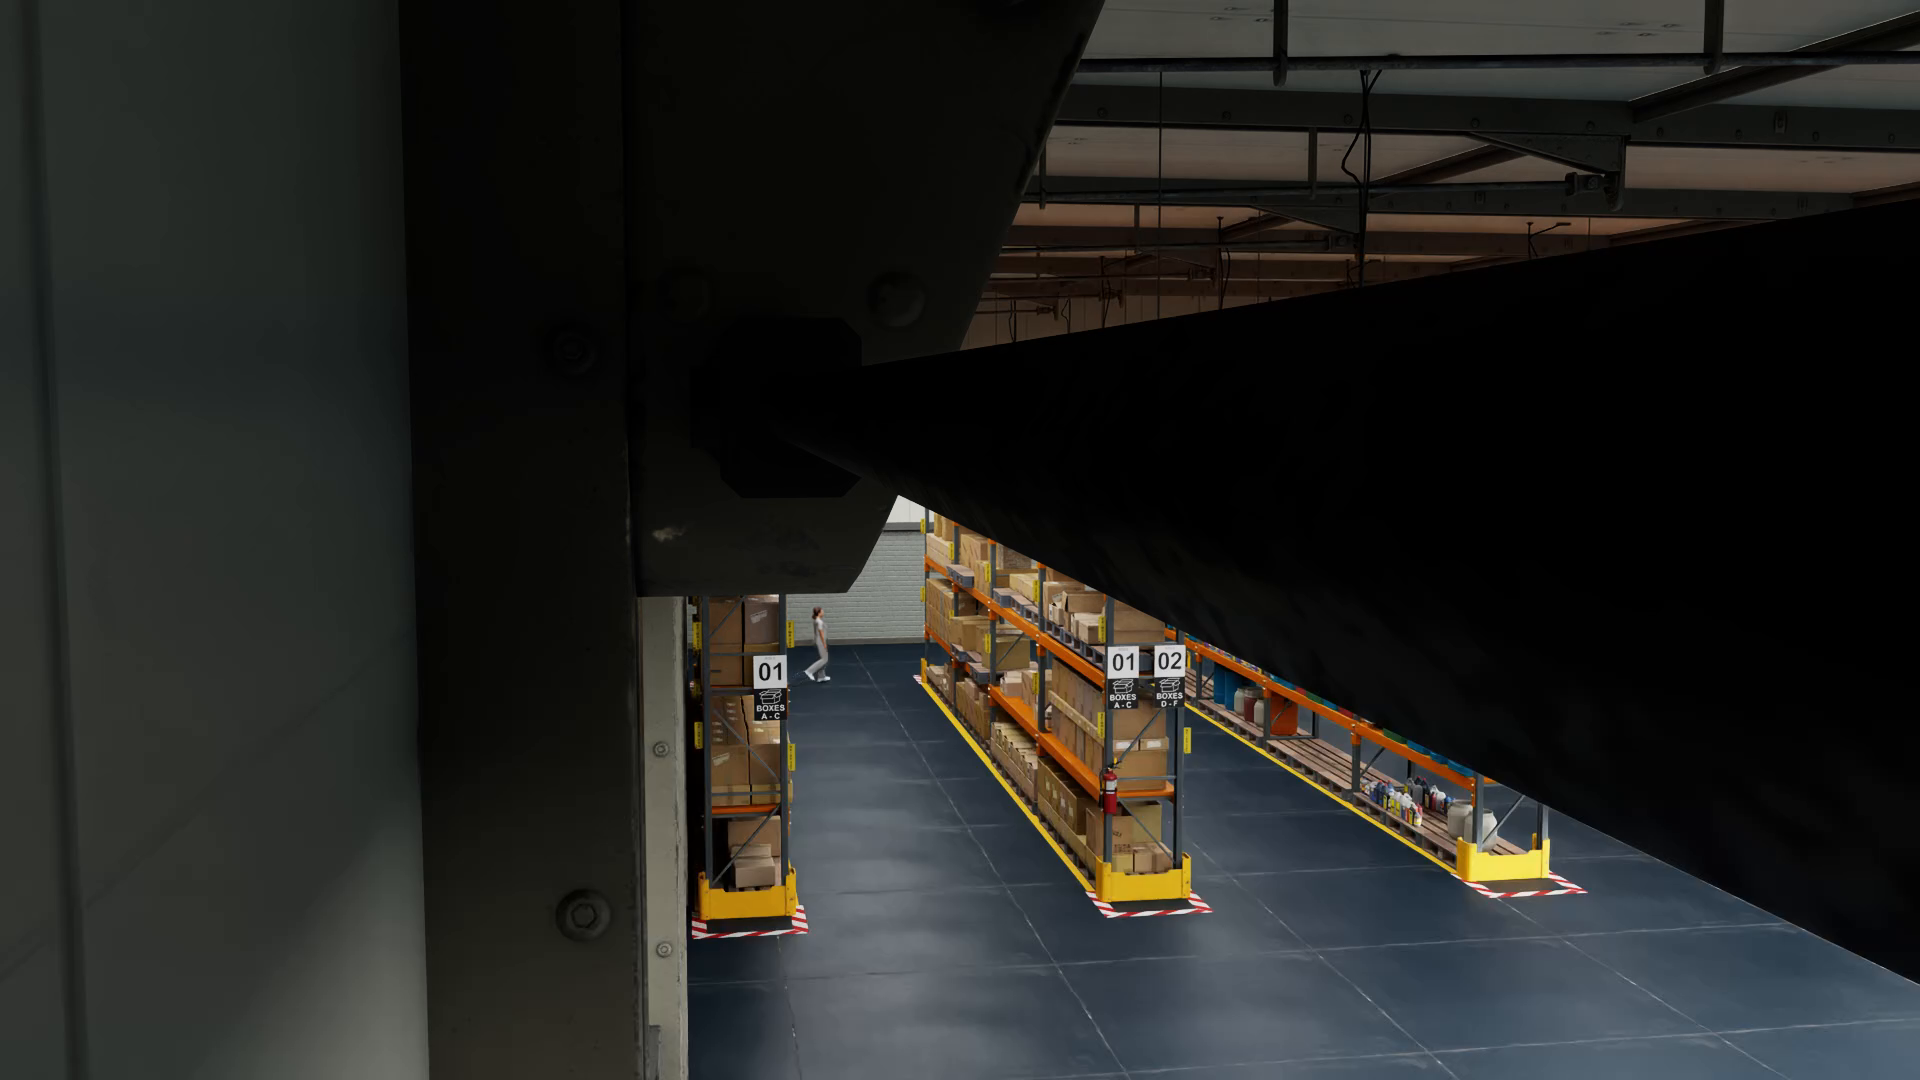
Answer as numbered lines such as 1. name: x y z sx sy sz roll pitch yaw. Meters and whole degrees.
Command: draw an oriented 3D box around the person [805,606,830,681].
1. person: -3.132 2.293 36.407 0.679 1.643 0.487 -3 6 -30
